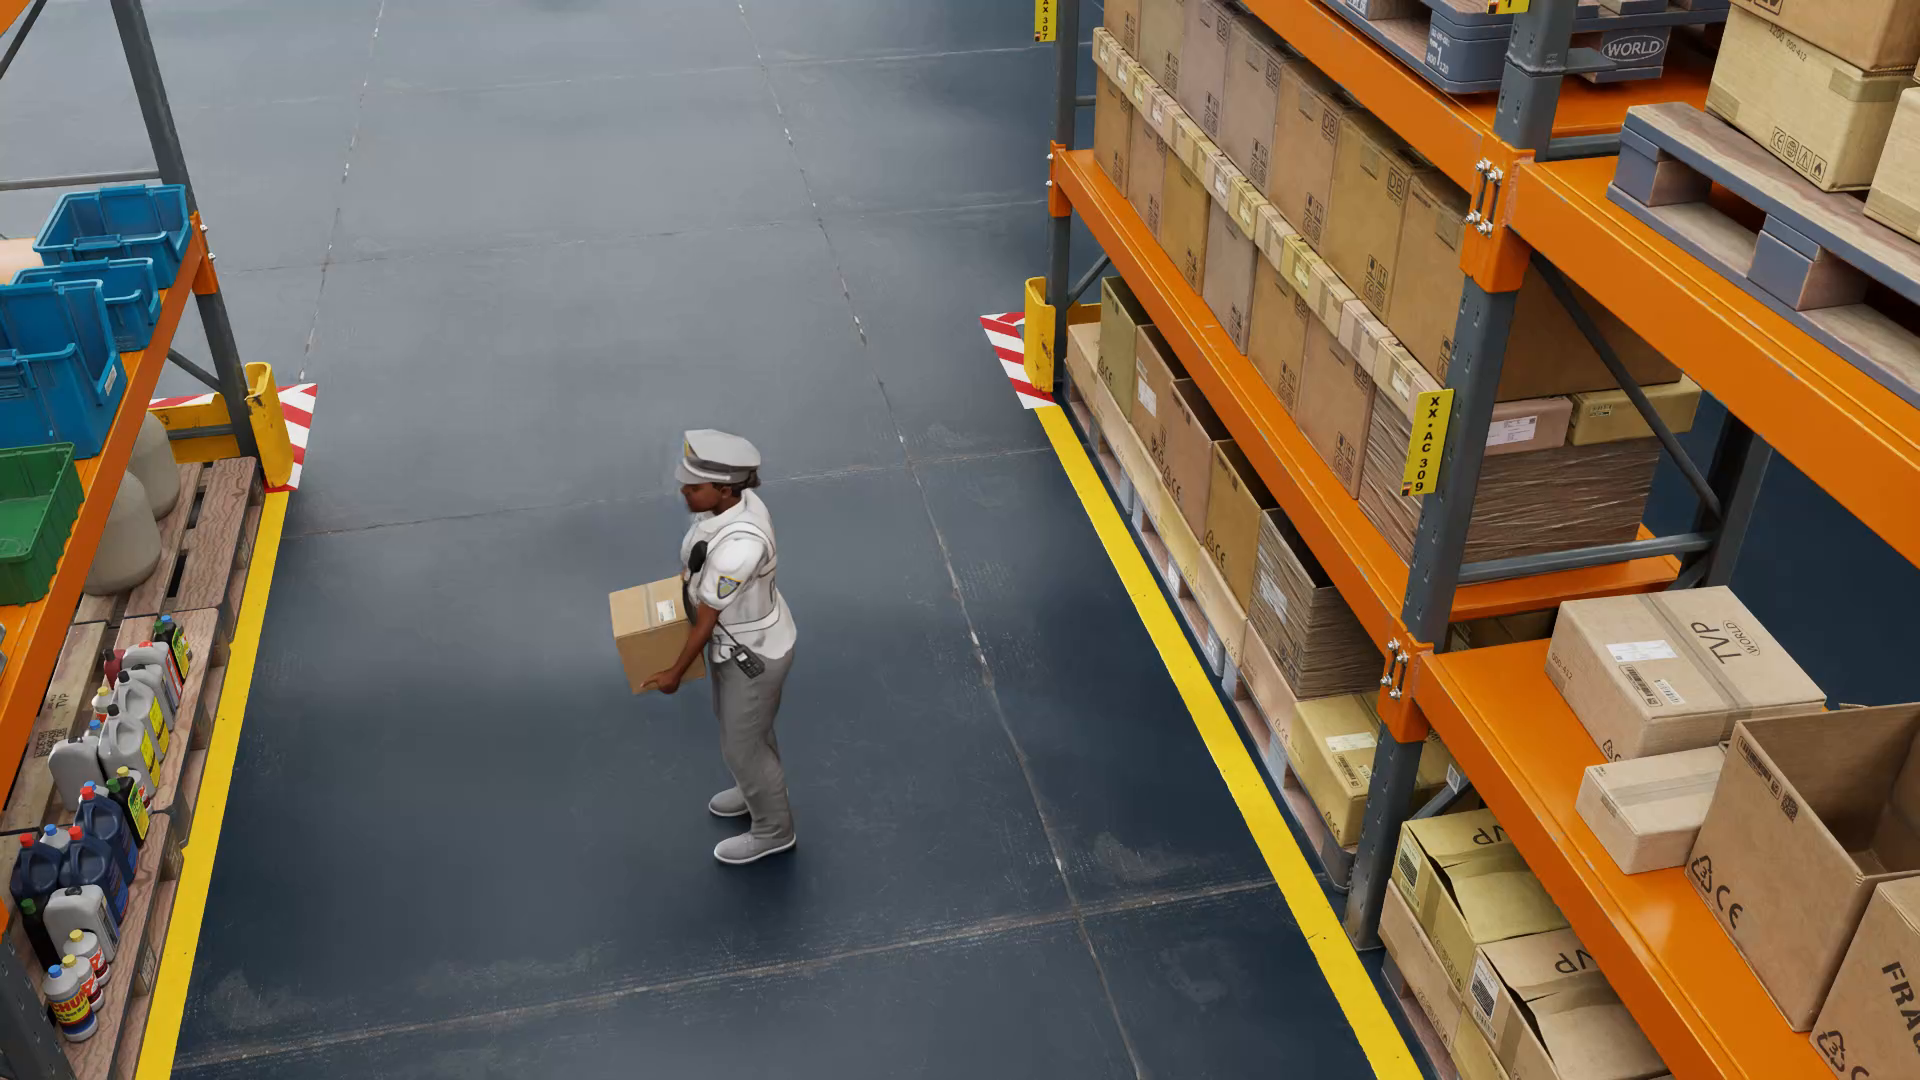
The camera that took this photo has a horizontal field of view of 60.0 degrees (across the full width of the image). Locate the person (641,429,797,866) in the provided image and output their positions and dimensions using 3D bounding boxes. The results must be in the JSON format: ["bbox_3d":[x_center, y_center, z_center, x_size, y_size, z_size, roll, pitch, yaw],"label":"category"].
[{"bbox_3d":[-0.815,0.373,5.591,0.531,1.685,0.416,-8,35,-11],"label":"person"}]
